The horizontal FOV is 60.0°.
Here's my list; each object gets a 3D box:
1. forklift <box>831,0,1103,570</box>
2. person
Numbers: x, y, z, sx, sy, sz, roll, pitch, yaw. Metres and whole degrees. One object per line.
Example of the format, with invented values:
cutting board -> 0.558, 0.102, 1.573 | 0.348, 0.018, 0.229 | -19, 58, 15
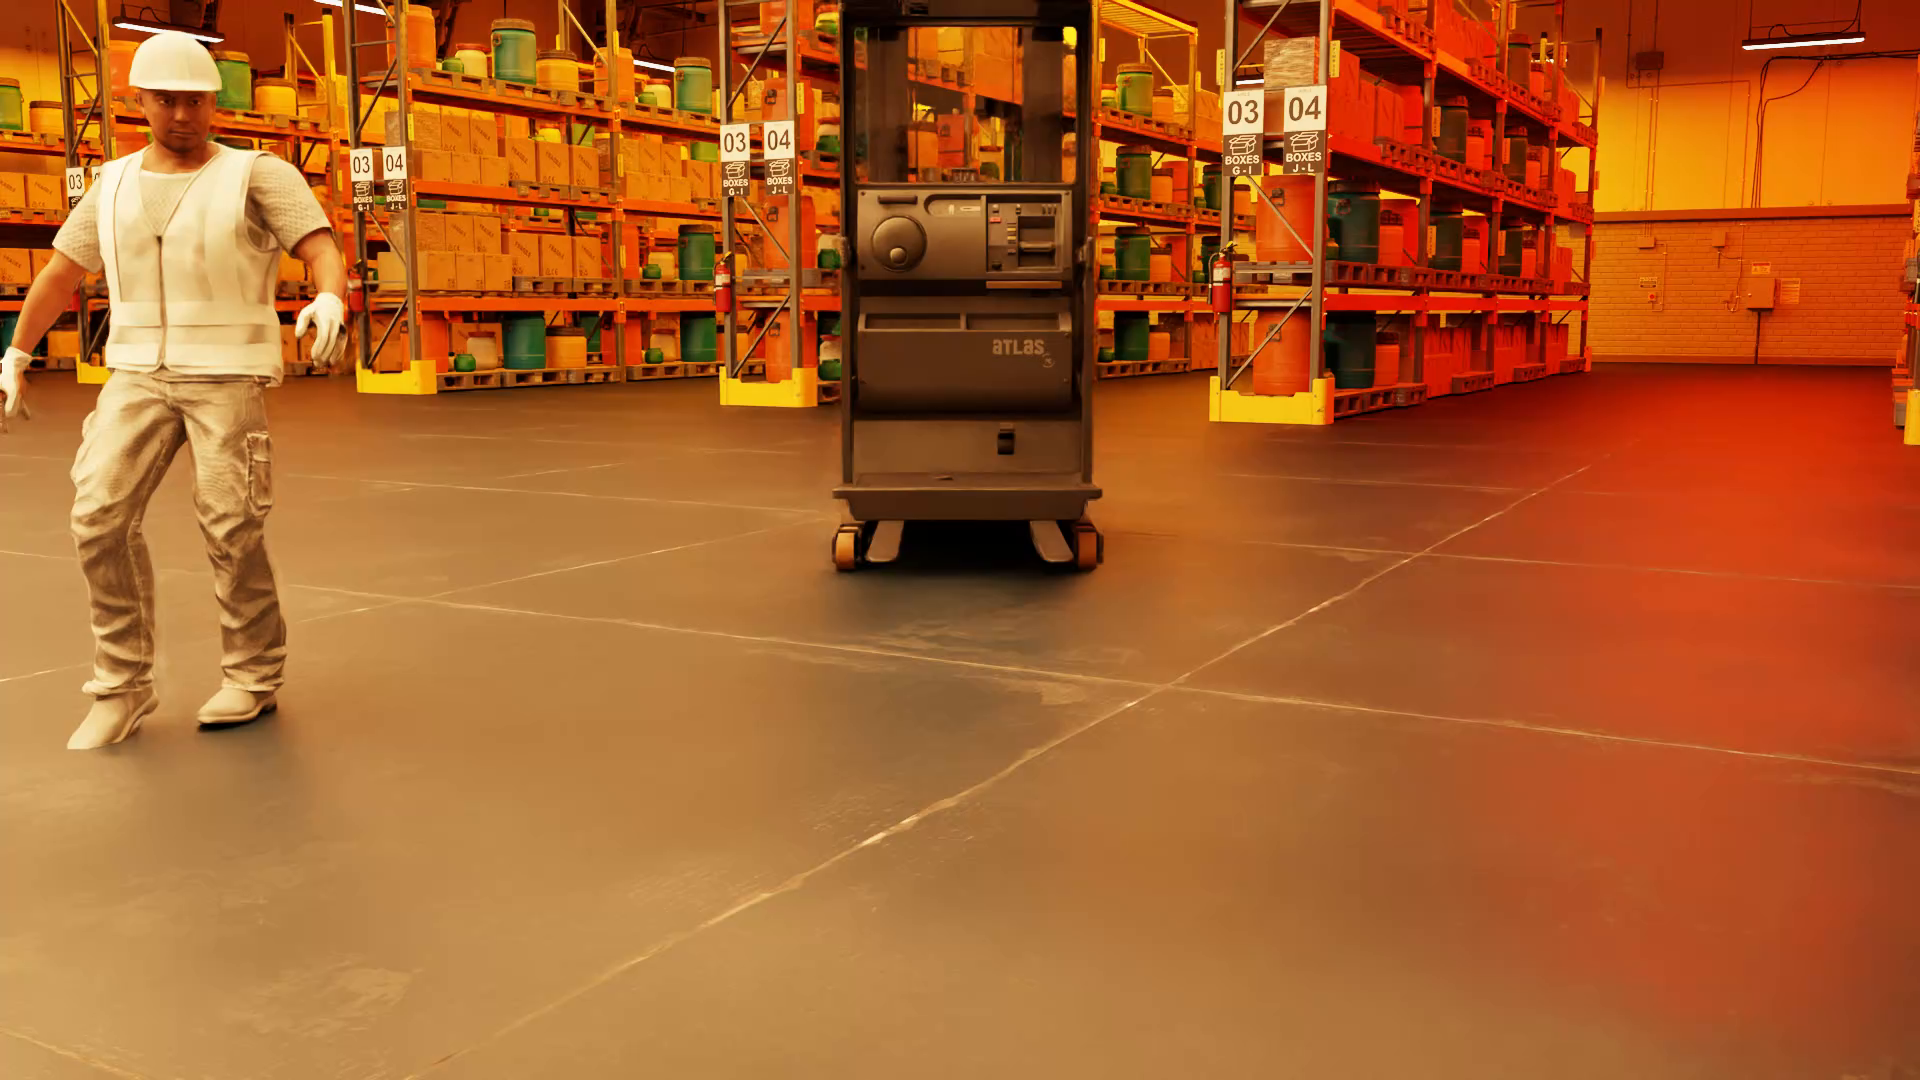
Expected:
forklift -> 0.026, -1.366, 6.990 | 1.130, 2.935, 3.031 | 0, 8, 0
person -> -1.982, -0.350, 4.218 | 0.998, 1.773, 0.532 | 0, 8, 3
